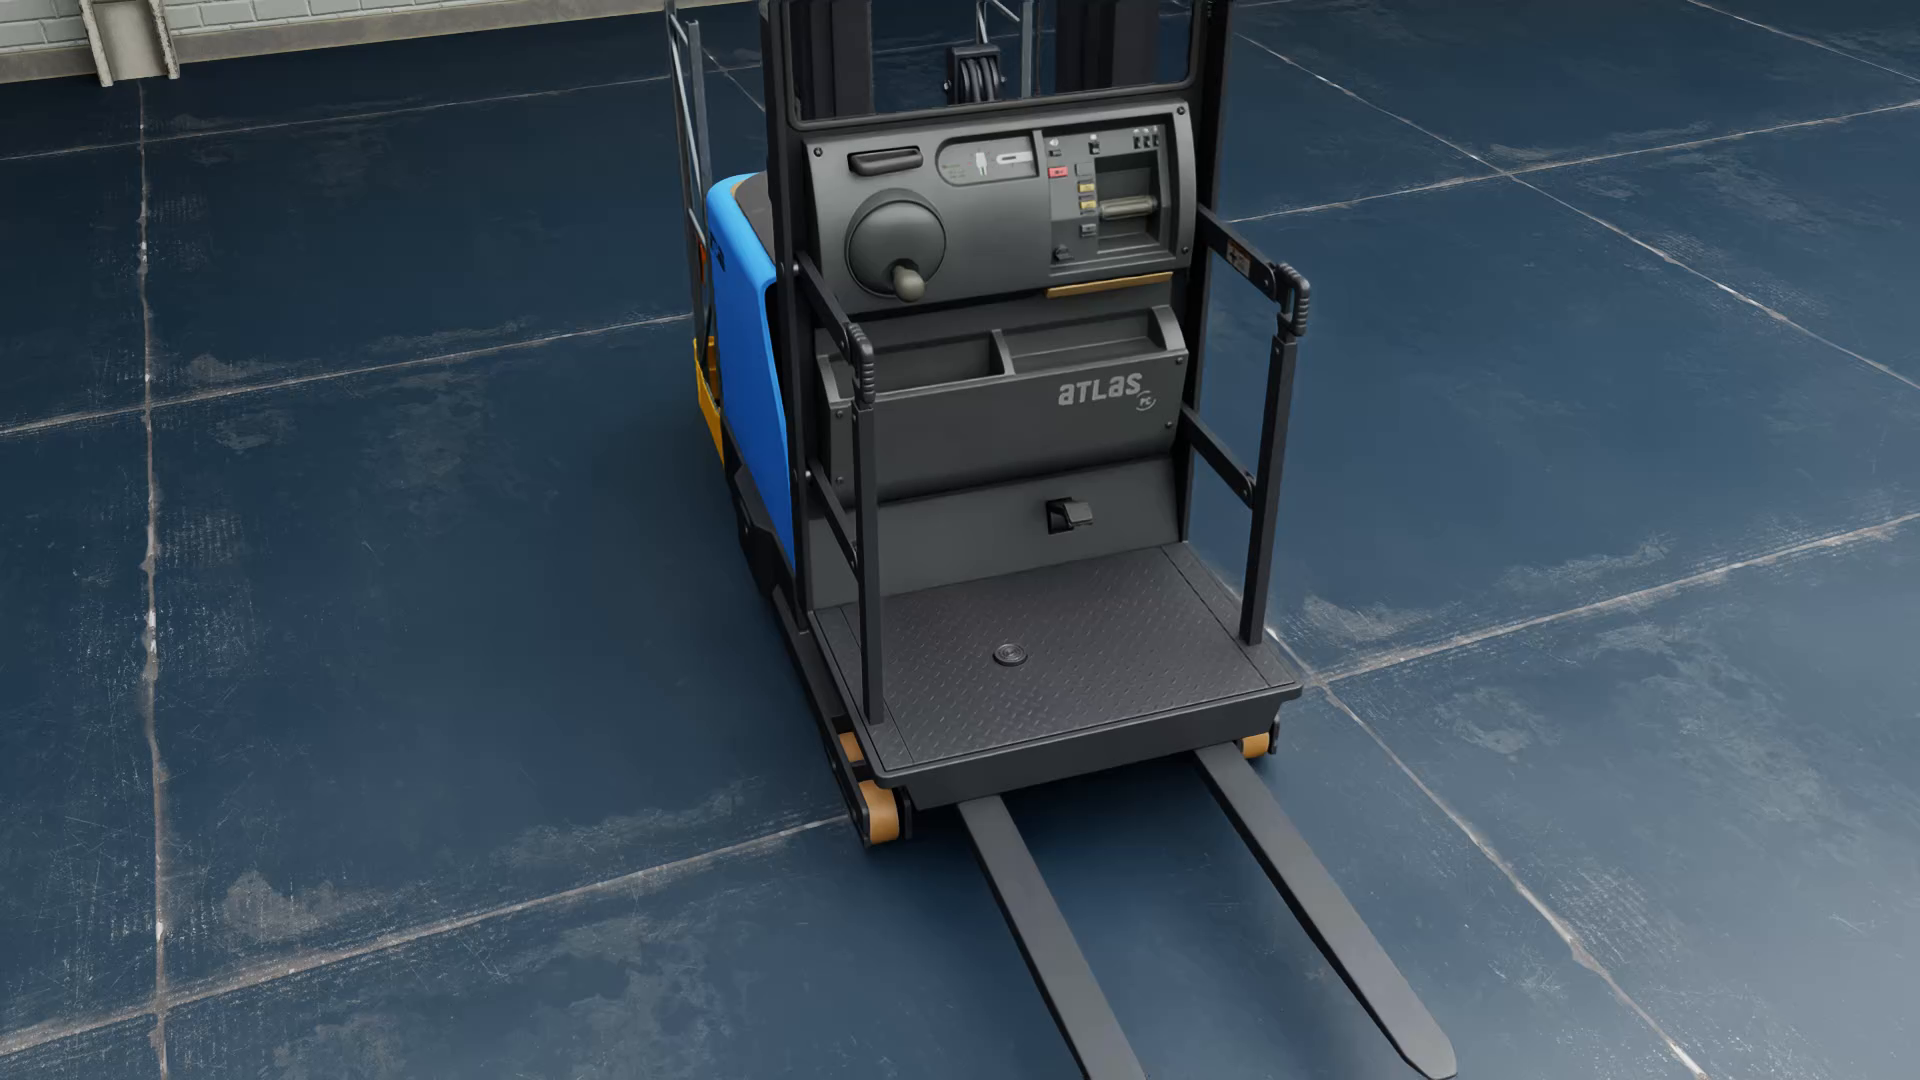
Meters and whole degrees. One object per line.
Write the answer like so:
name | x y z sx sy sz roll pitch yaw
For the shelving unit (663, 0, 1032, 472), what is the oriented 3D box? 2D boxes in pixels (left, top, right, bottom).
shelving unit | -0.346 -1.067 5.515 1.083 1.500 0.587 -10 34 -14

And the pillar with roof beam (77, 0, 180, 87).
pillar with roof beam | -2.875 -4.189 3.437 0.400 9.000 9.100 -13 35 -19

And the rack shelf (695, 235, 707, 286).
rack shelf | -0.354 -0.915 5.611 1.000 0.185 0.538 -10 34 -14

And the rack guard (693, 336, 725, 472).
rack guard | -0.821 -0.463 5.732 0.087 0.250 0.587 -10 34 -14

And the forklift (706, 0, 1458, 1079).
forklift | 0.180 -0.728 3.681 1.130 2.935 3.031 -10 34 -15

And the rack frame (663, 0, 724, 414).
rack frame | -0.840 -0.983 5.386 0.032 1.500 0.500 -10 34 -14

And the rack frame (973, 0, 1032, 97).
rack frame | 0.131 -1.148 5.639 0.032 1.500 0.500 -10 34 -14
